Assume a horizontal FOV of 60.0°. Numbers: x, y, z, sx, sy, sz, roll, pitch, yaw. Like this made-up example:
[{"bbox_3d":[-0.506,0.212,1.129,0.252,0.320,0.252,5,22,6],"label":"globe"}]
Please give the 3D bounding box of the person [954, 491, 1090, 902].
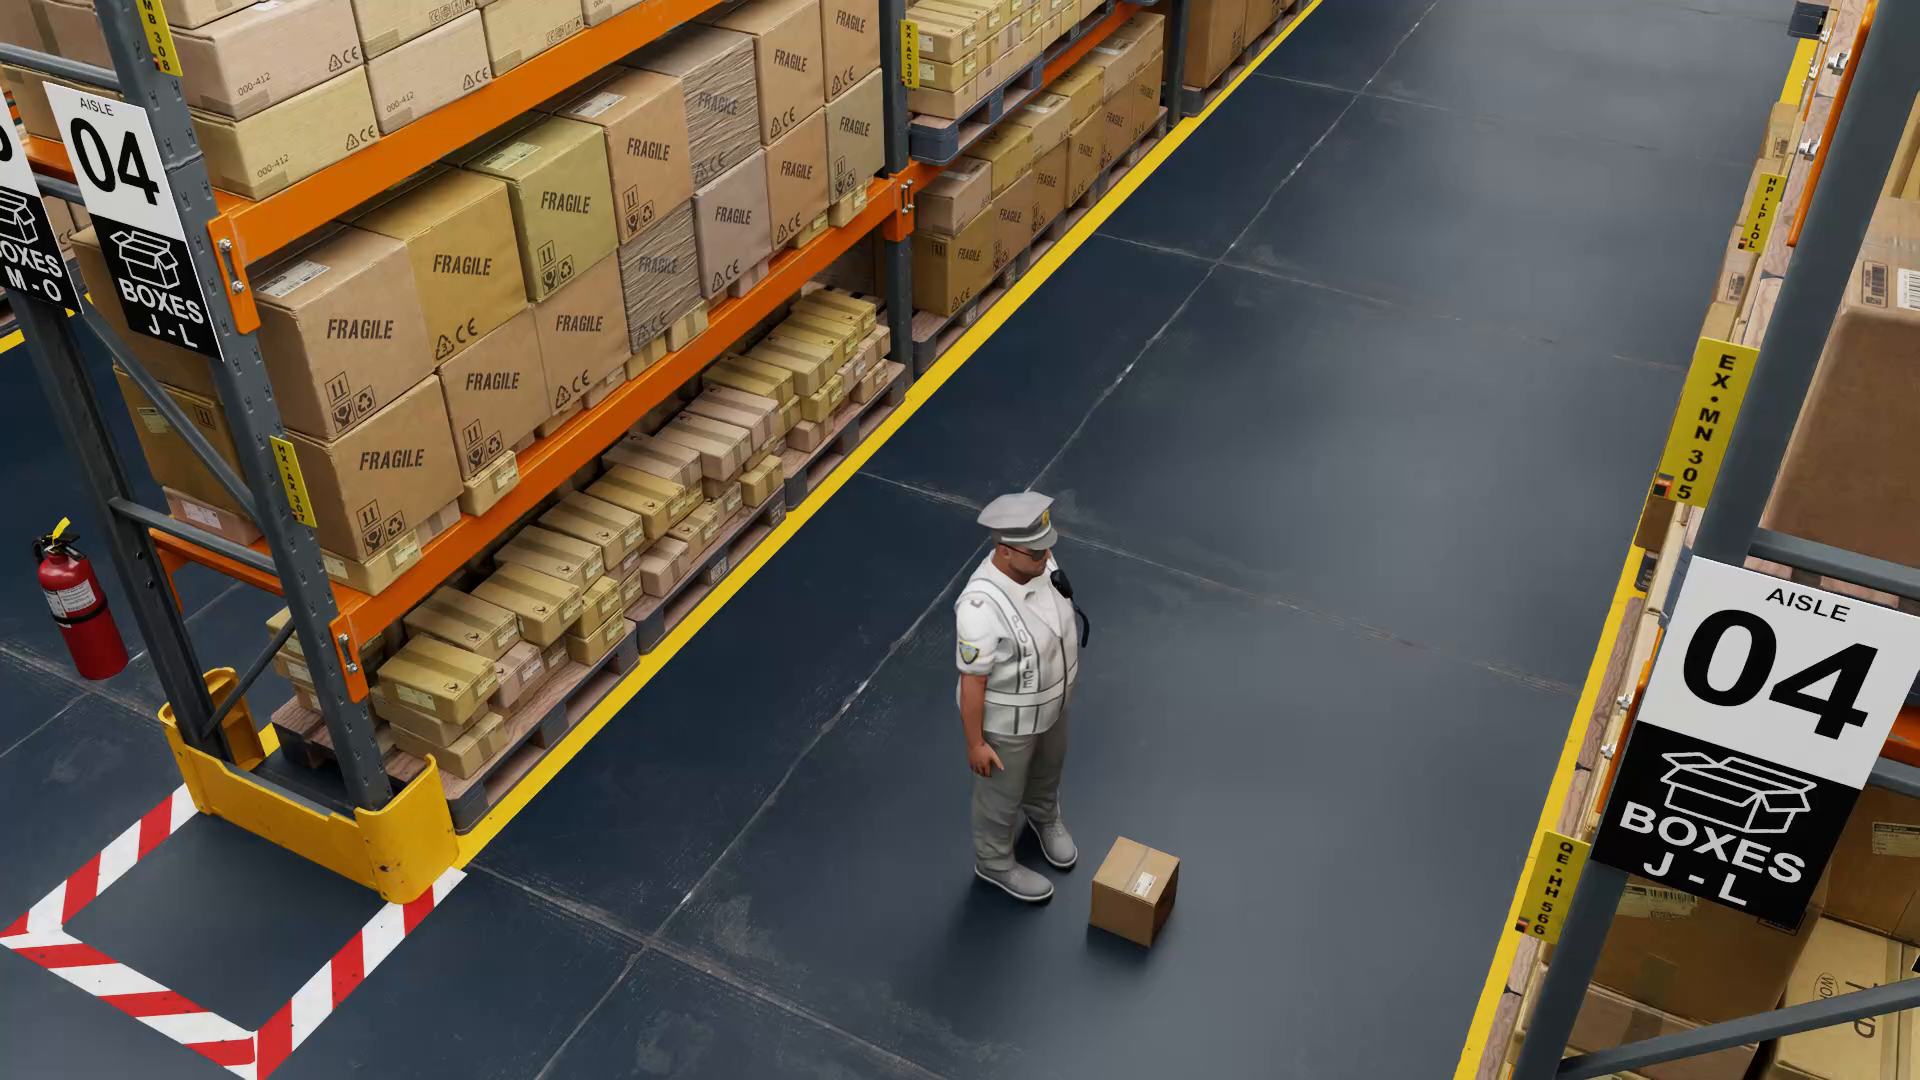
[{"bbox_3d":[0.217,0.576,5.979,0.409,1.766,0.590,21,42,25],"label":"person"}]
